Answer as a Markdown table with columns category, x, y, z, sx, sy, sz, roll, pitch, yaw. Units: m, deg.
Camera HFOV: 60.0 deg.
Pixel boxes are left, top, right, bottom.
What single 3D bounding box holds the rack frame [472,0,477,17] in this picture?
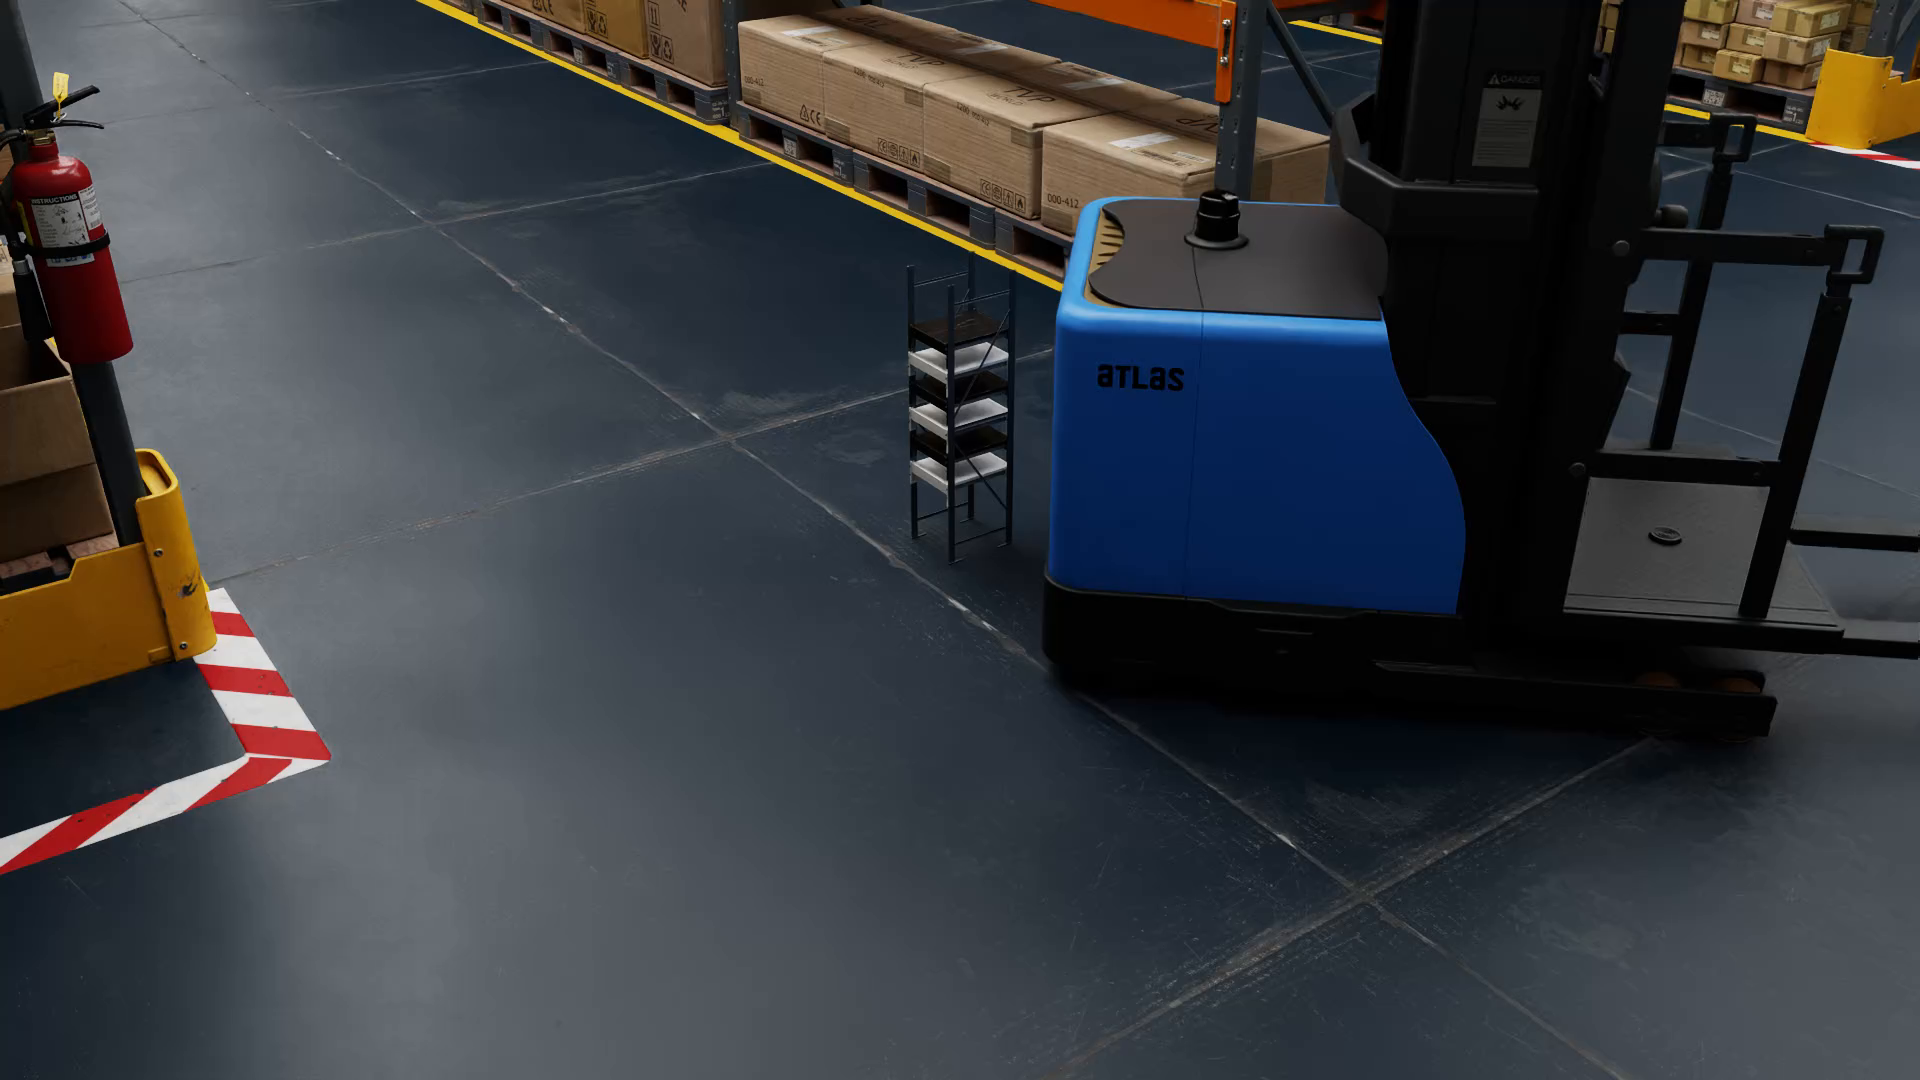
| category | x | y | z | sx | sy | sz | roll | pitch | yaw |
| --- | --- | --- | --- | --- | --- | --- | --- | --- | --- |
| rack frame | -3.211 | -5.375 | 12.005 | 1.000 | 3.000 | 0.127 | -19 | 34 | -31 |

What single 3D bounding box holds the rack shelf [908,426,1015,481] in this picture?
| category | x | y | z | sx | sy | sz | roll | pitch | yaw |
| --- | --- | --- | --- | --- | --- | --- | --- | --- | --- |
| rack shelf | 0.005 | -0.284 | 5.088 | 0.258 | 0.077 | 0.200 | -19 | 34 | -31 |

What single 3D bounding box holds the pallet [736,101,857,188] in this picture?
| category | x | y | z | sx | sy | sz | roll | pitch | yaw |
| --- | --- | --- | --- | --- | --- | --- | --- | --- | --- |
| pallet | -0.514 | -2.278 | 9.223 | 1.003 | 0.211 | 1.213 | -19 | 34 | -31 |

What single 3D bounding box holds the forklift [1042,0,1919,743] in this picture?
| category | x | y | z | sx | sy | sz | roll | pitch | yaw |
| --- | --- | --- | --- | --- | --- | --- | --- | --- | --- |
| forklift | 1.782 | -1.035 | 4.085 | 3.031 | 2.935 | 1.130 | 4 | 29 | 7 |

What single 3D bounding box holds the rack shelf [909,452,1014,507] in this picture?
| category | x | y | z | sx | sy | sz | roll | pitch | yaw |
| --- | --- | --- | --- | --- | --- | --- | --- | --- | --- |
| rack shelf | 0.005 | -0.205 | 5.131 | 0.258 | 0.077 | 0.200 | -19 | 34 | -31 |

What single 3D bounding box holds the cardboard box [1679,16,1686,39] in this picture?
| category | x | y | z | sx | sy | sz | roll | pitch | yaw |
| --- | --- | --- | --- | --- | --- | --- | --- | --- | --- |
| cardboard box | 4.489 | -3.198 | 10.231 | 0.380 | 0.149 | 0.250 | -19 | 34 | -31 |

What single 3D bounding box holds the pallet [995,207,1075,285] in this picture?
| category | x | y | z | sx | sy | sz | roll | pitch | yaw |
| --- | --- | --- | --- | --- | --- | --- | --- | --- | --- |
| pallet | 0.901 | -1.329 | 7.476 | 1.003 | 0.211 | 1.213 | -19 | 34 | -31 |

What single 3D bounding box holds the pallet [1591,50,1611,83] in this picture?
| category | x | y | z | sx | sy | sz | roll | pitch | yaw |
| --- | --- | --- | --- | --- | --- | --- | --- | --- | --- |
| pallet | 4.213 | -3.279 | 11.066 | 1.003 | 0.211 | 1.213 | -19 | 34 | -31 |

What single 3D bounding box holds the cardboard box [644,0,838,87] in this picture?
| category | x | y | z | sx | sy | sz | roll | pitch | yaw |
| --- | --- | --- | --- | --- | --- | --- | --- | --- | --- |
| cardboard box | -1.316 | -3.290 | 9.951 | 0.875 | 0.875 | 0.875 | -18 | 33 | -29 |

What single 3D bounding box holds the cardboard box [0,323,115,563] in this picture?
| category | x | y | z | sx | sy | sz | roll | pitch | yaw |
| --- | --- | --- | --- | --- | --- | --- | --- | --- | --- |
| cardboard box | -2.890 | -0.241 | 4.727 | 0.797 | 0.503 | 0.637 | -20 | 34 | -33 |

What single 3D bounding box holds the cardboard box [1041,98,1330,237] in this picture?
| category | x | y | z | sx | sy | sz | roll | pitch | yaw |
| --- | --- | --- | --- | --- | --- | --- | --- | --- | --- |
| cardboard box | 0.965 | -1.553 | 7.211 | 0.875 | 0.438 | 0.875 | -20 | 34 | -32 |

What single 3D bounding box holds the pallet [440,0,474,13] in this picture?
| category | x | y | z | sx | sy | sz | roll | pitch | yaw |
| --- | --- | --- | --- | --- | --- | --- | --- | --- | --- |
| pallet | -3.664 | -4.454 | 13.230 | 1.003 | 0.211 | 1.213 | -19 | 34 | -31 |

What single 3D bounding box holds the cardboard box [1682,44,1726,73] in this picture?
| category | x | y | z | sx | sy | sz | roll | pitch | yaw |
| --- | --- | --- | --- | --- | --- | --- | --- | --- | --- |
| cardboard box | 4.613 | -2.952 | 10.090 | 0.380 | 0.149 | 0.250 | -19 | 34 | -31 |

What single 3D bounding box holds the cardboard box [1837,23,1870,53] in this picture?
| category | x | y | z | sx | sy | sz | roll | pitch | yaw |
| --- | --- | --- | --- | --- | --- | --- | --- | --- | --- |
| cardboard box | 5.308 | -3.012 | 9.889 | 0.380 | 0.149 | 0.250 | -17 | 33 | -29 |

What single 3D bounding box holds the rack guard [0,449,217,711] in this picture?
| category | x | y | z | sx | sy | sz | roll | pitch | yaw |
| --- | --- | --- | --- | --- | --- | --- | --- | --- | --- |
| rack guard | -2.656 | 0.179 | 4.396 | 1.175 | 0.500 | 0.348 | -19 | 34 | -31 |

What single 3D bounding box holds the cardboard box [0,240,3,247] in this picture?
| category | x | y | z | sx | sy | sz | roll | pitch | yaw |
| --- | --- | --- | --- | --- | --- | --- | --- | --- | --- |
| cardboard box | -3.579 | -0.816 | 5.789 | 0.500 | 0.500 | 0.500 | -18 | 33 | -30 |

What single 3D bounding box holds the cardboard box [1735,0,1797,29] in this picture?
| category | x | y | z | sx | sy | sz | roll | pitch | yaw |
| --- | --- | --- | --- | --- | --- | --- | --- | --- | --- |
| cardboard box | 4.790 | -3.117 | 9.771 | 0.380 | 0.149 | 0.250 | -18 | 33 | -30 |

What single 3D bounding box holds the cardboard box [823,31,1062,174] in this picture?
| category | x | y | z | sx | sy | sz | roll | pitch | yaw |
| --- | --- | --- | --- | --- | --- | --- | --- | --- | --- |
| cardboard box | -0.095 | -2.257 | 8.508 | 0.875 | 0.438 | 0.875 | -20 | 34 | -32 |

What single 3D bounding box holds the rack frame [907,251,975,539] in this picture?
| category | x | y | z | sx | sy | sz | roll | pitch | yaw |
| --- | --- | --- | --- | --- | --- | --- | --- | --- | --- |
| rack frame | -0.054 | -0.432 | 5.102 | 0.240 | 0.900 | 0.006 | -19 | 34 | -31 |

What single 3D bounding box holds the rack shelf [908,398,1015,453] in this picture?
| category | x | y | z | sx | sy | sz | roll | pitch | yaw |
| --- | --- | --- | --- | --- | --- | --- | --- | --- | --- |
| rack shelf | 0.005 | -0.363 | 5.045 | 0.258 | 0.077 | 0.200 | -19 | 34 | -31 |

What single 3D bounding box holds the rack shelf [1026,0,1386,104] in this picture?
| category | x | y | z | sx | sy | sz | roll | pitch | yaw |
| --- | --- | --- | --- | --- | --- | --- | --- | --- | --- |
| rack shelf | 0.269 | -2.727 | 7.881 | 1.077 | 0.370 | 4.000 | -19 | 34 | -31 |

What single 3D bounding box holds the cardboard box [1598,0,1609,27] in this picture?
| category | x | y | z | sx | sy | sz | roll | pitch | yaw |
| --- | --- | --- | --- | --- | --- | --- | --- | --- | --- |
| cardboard box | 4.117 | -3.368 | 10.543 | 0.380 | 0.149 | 0.250 | -17 | 33 | -28 |

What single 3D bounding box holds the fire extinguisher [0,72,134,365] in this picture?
| category | x | y | z | sx | sy | sz | roll | pitch | yaw |
| --- | --- | --- | --- | --- | --- | --- | --- | --- | --- |
| fire extinguisher | -2.150 | -0.763 | 3.983 | 0.296 | 0.674 | 0.183 | -19 | 34 | -31 |

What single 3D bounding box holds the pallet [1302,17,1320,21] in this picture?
| category | x | y | z | sx | sy | sz | roll | pitch | yaw |
| --- | --- | --- | --- | --- | --- | --- | --- | --- | --- |
| pallet | 2.630 | -4.307 | 12.959 | 1.003 | 0.211 | 1.213 | -19 | 34 | -31 |

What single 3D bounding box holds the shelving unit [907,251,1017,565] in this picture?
| category | x | y | z | sx | sy | sz | roll | pitch | yaw |
| --- | --- | --- | --- | --- | --- | --- | --- | --- | --- |
| shelving unit | 0.005 | -0.392 | 5.029 | 0.258 | 0.900 | 0.210 | -19 | 34 | -31 |

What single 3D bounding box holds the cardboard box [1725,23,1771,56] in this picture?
| category | x | y | z | sx | sy | sz | roll | pitch | yaw |
| --- | --- | --- | --- | --- | --- | --- | --- | --- | --- |
| cardboard box | 4.756 | -2.980 | 9.830 | 0.380 | 0.149 | 0.250 | -20 | 34 | -32 |

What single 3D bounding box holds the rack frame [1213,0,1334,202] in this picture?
| category | x | y | z | sx | sy | sz | roll | pitch | yaw |
| --- | --- | --- | --- | --- | --- | --- | --- | --- | --- |
| rack frame | 1.429 | -2.265 | 6.278 | 1.000 | 3.000 | 0.127 | -19 | 34 | -31 |

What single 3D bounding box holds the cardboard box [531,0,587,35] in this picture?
| category | x | y | z | sx | sy | sz | roll | pitch | yaw |
| --- | --- | --- | --- | --- | --- | --- | --- | --- | --- |
| cardboard box | -2.364 | -3.987 | 11.234 | 0.875 | 0.875 | 0.875 | -18 | 33 | -30 |

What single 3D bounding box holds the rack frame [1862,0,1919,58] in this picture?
| category | x | y | z | sx | sy | sz | roll | pitch | yaw |
| --- | --- | --- | --- | --- | --- | --- | --- | --- | --- |
| rack frame | 5.403 | -3.675 | 8.874 | 1.000 | 3.000 | 0.127 | -19 | 34 | -31 |

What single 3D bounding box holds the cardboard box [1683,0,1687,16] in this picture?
| category | x | y | z | sx | sy | sz | roll | pitch | yaw |
| --- | --- | --- | --- | --- | --- | --- | --- | --- | --- |
| cardboard box | 4.438 | -3.301 | 10.109 | 0.380 | 0.149 | 0.250 | -20 | 34 | -33 |

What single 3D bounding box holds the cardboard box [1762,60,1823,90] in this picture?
| category | x | y | z | sx | sy | sz | roll | pitch | yaw |
| --- | --- | --- | --- | --- | --- | --- | --- | --- | --- |
| cardboard box | 4.927 | -2.754 | 9.724 | 0.380 | 0.149 | 0.250 | -18 | 33 | -30 |

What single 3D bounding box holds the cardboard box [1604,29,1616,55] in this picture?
| category | x | y | z | sx | sy | sz | roll | pitch | yaw |
| --- | --- | --- | --- | --- | --- | --- | --- | --- | --- |
| cardboard box | 4.260 | -3.126 | 10.410 | 0.380 | 0.149 | 0.250 | -20 | 35 | -33 |

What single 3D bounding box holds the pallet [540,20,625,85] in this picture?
| category | x | y | z | sx | sy | sz | roll | pitch | yaw |
| --- | --- | --- | --- | --- | --- | --- | --- | --- | --- |
| pallet | -2.112 | -3.349 | 11.195 | 1.003 | 0.211 | 1.213 | -19 | 34 | -31 |
